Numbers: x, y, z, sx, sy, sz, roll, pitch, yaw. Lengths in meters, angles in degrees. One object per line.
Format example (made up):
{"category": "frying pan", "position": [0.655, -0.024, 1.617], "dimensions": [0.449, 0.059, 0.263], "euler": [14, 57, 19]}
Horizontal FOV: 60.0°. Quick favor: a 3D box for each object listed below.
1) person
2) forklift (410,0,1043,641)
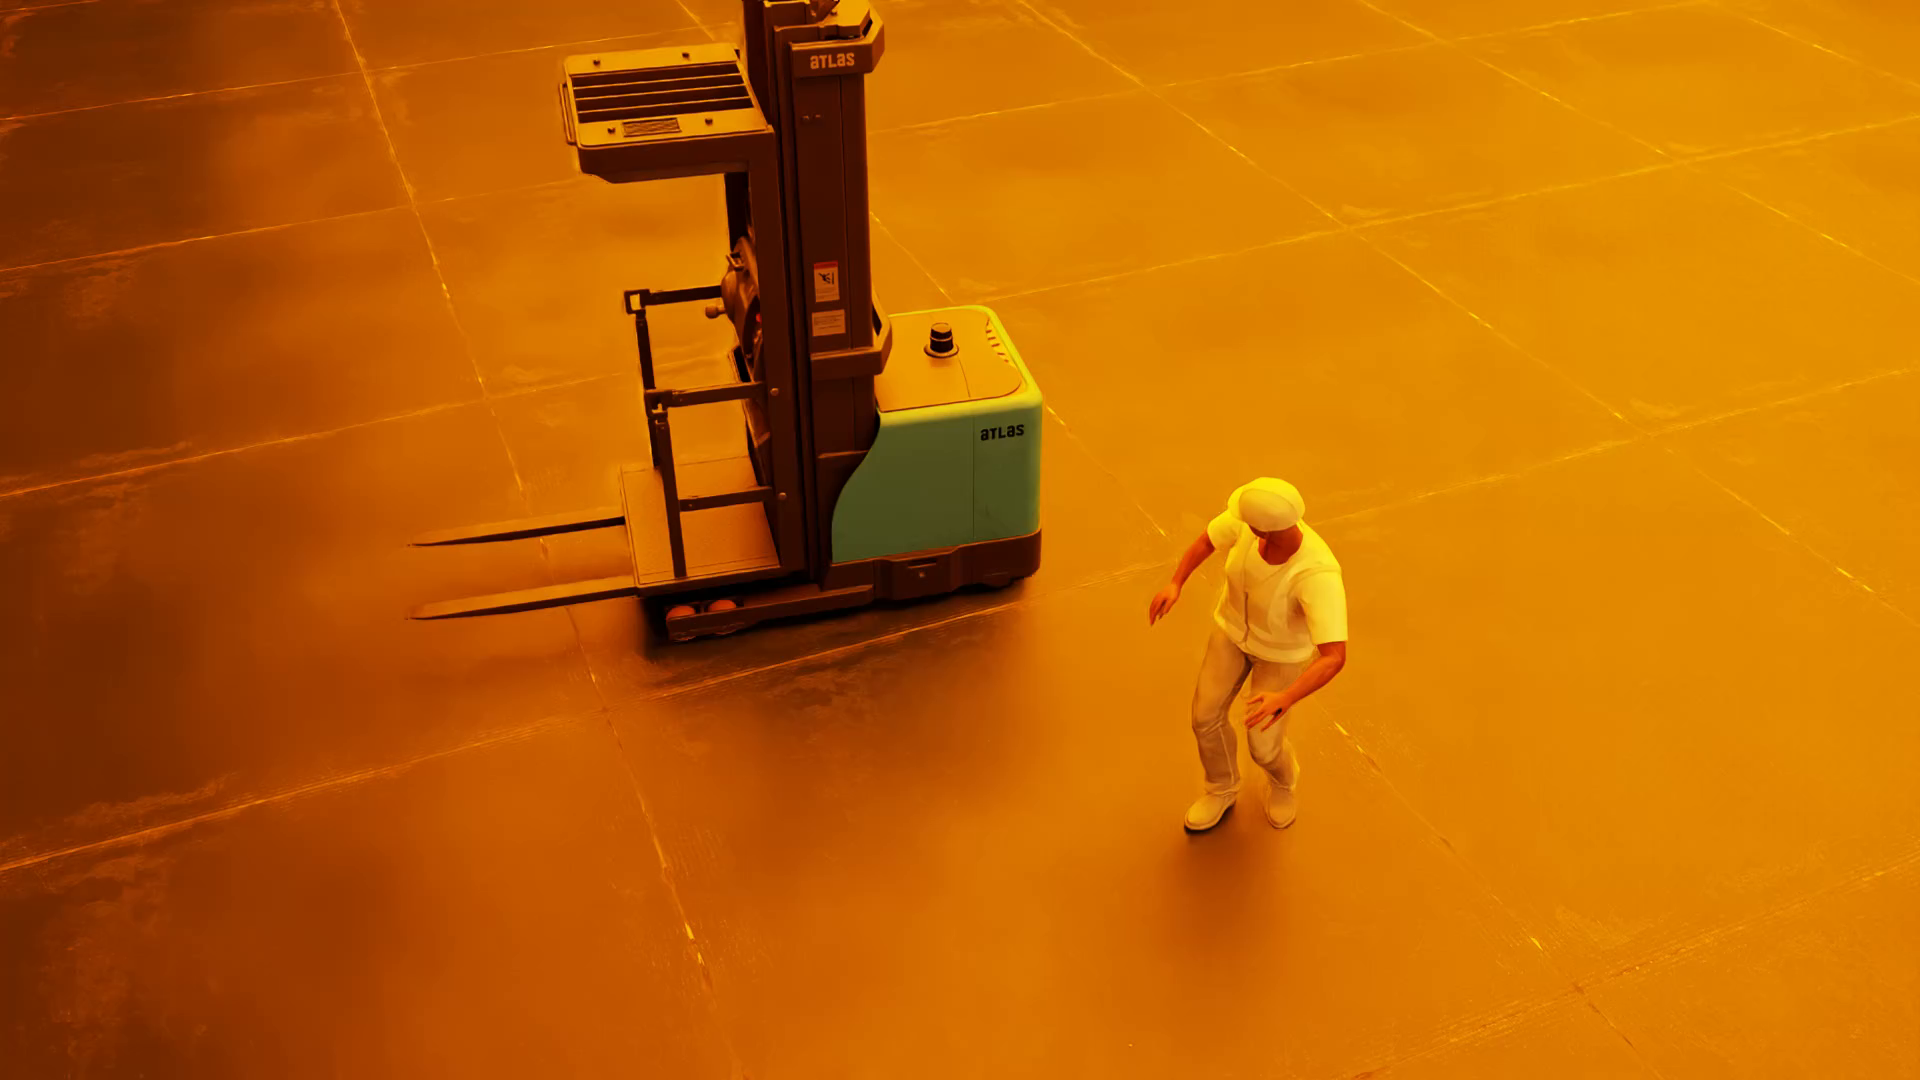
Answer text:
{"category": "person", "position": [1.108, 0.471, 6.527], "dimensions": [0.853, 1.673, 0.730], "euler": [28, 44, 33]}
{"category": "forklift", "position": [-1.171, -1.051, 7.577], "dimensions": [3.031, 2.935, 1.130], "euler": [-8, 36, -12]}
